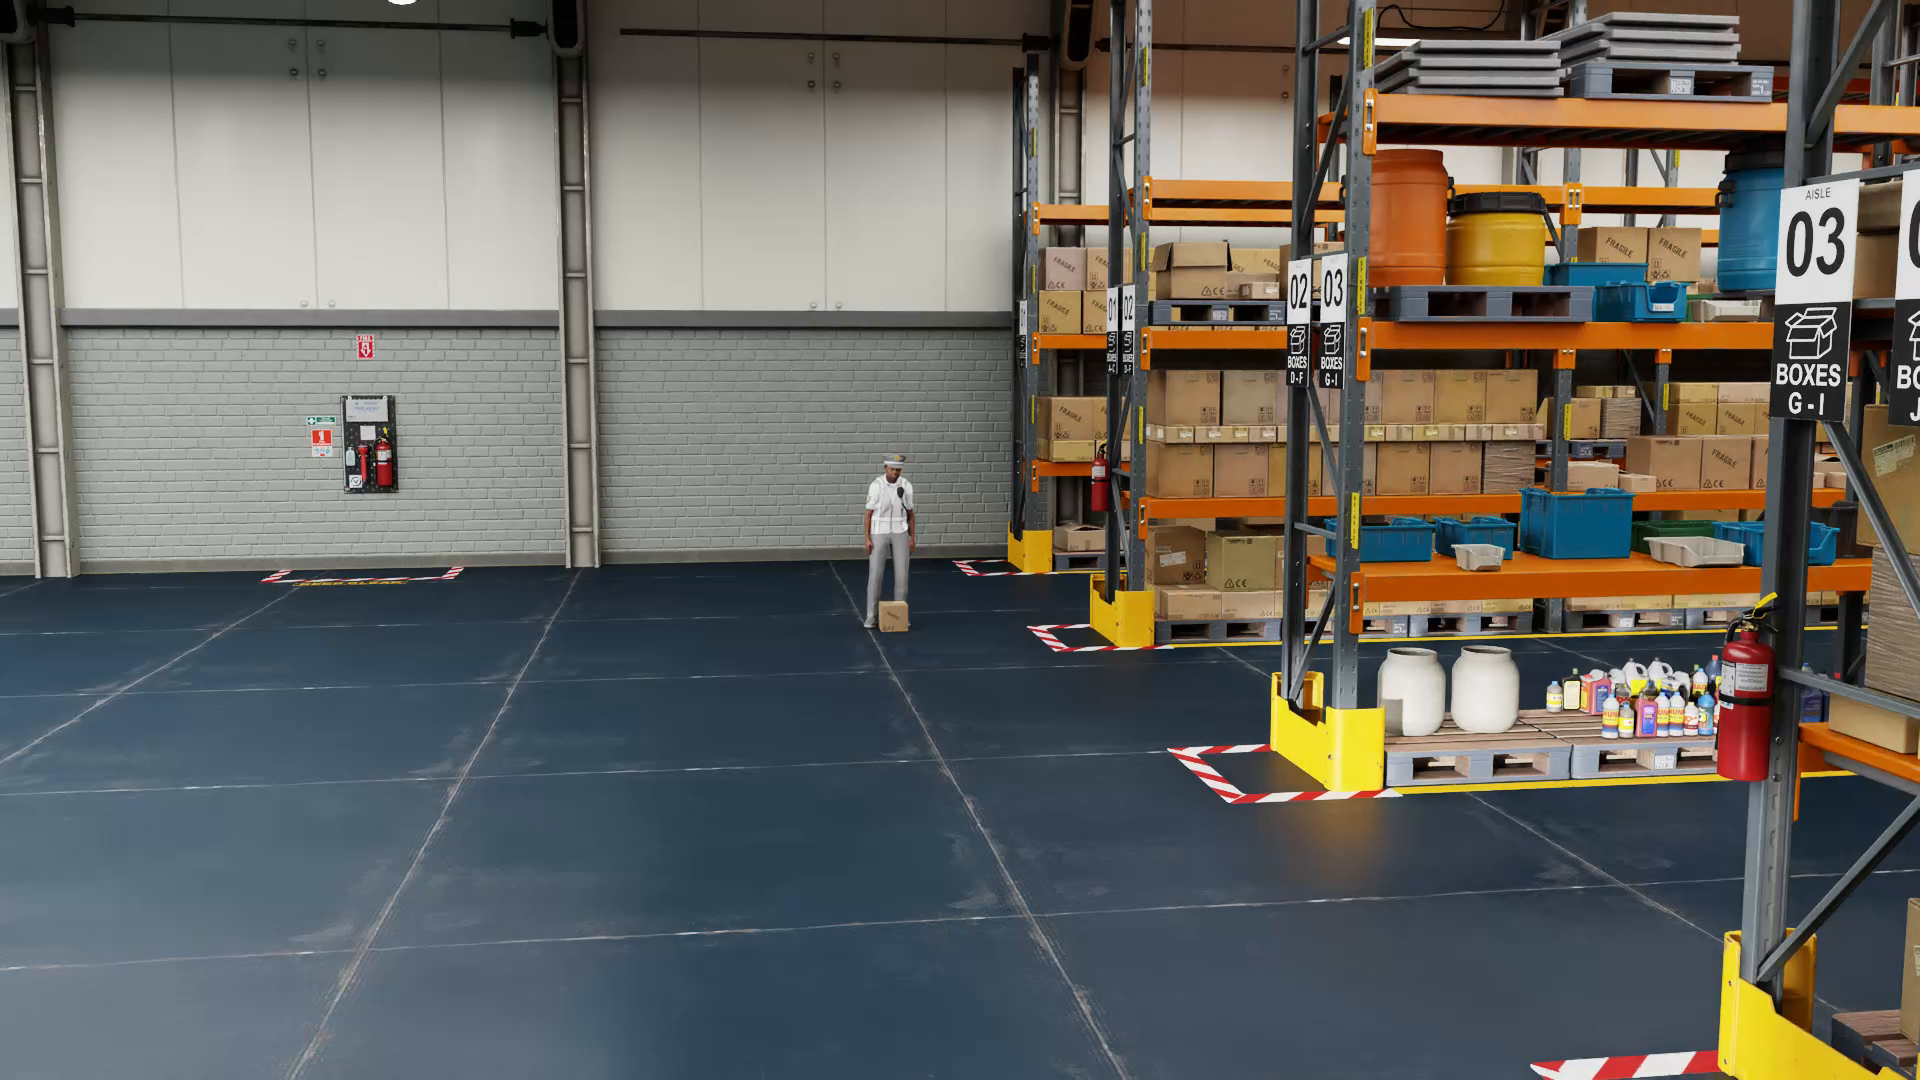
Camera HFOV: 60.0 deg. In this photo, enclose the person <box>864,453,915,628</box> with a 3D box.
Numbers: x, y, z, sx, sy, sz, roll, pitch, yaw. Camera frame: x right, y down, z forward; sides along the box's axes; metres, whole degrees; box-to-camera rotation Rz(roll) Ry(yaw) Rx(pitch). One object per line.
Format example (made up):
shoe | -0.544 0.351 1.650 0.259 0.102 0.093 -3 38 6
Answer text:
person | -0.677 -0.003 15.869 0.523 1.658 0.395 -1 7 -12
